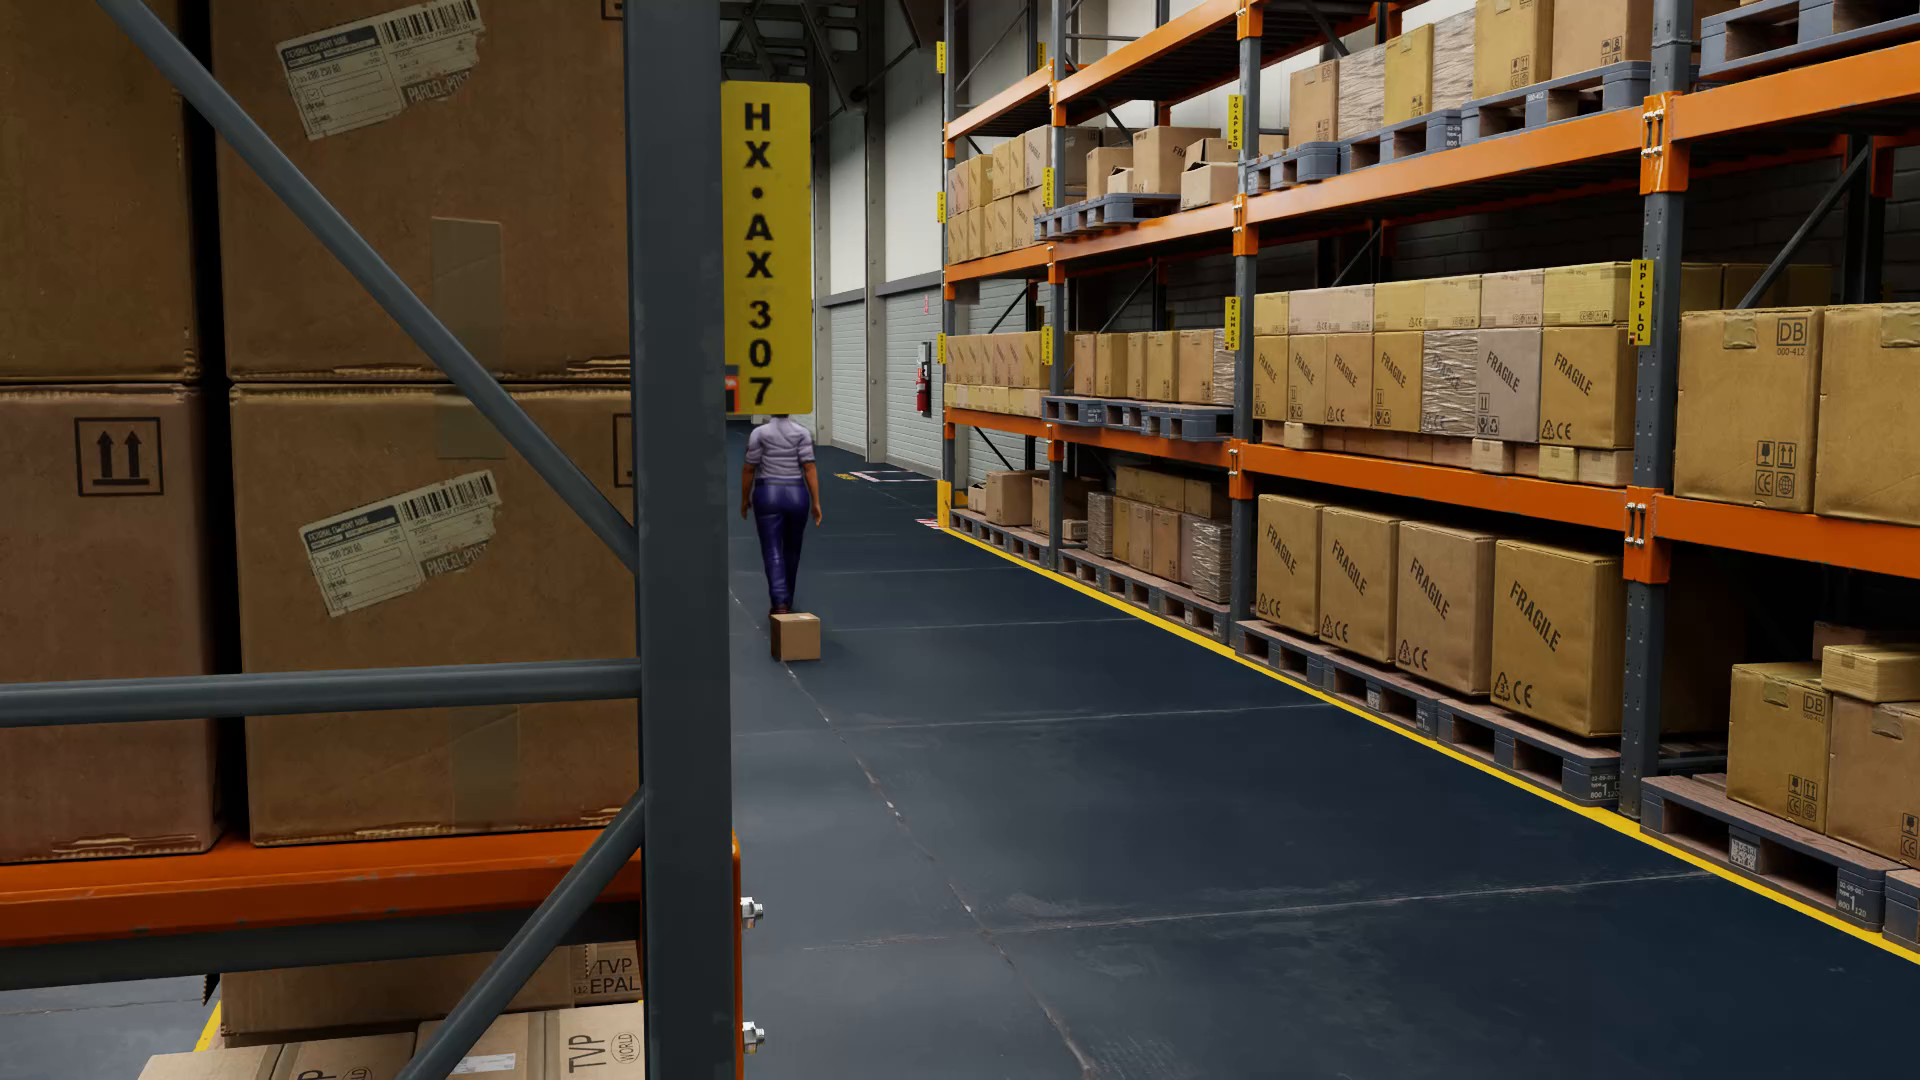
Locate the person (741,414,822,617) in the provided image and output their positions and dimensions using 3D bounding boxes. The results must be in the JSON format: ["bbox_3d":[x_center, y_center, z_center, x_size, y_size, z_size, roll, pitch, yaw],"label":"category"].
[{"bbox_3d":[-1.270,-0.264,11.736,0.524,1.576,1.024,-2,7,-16],"label":"person"}]
